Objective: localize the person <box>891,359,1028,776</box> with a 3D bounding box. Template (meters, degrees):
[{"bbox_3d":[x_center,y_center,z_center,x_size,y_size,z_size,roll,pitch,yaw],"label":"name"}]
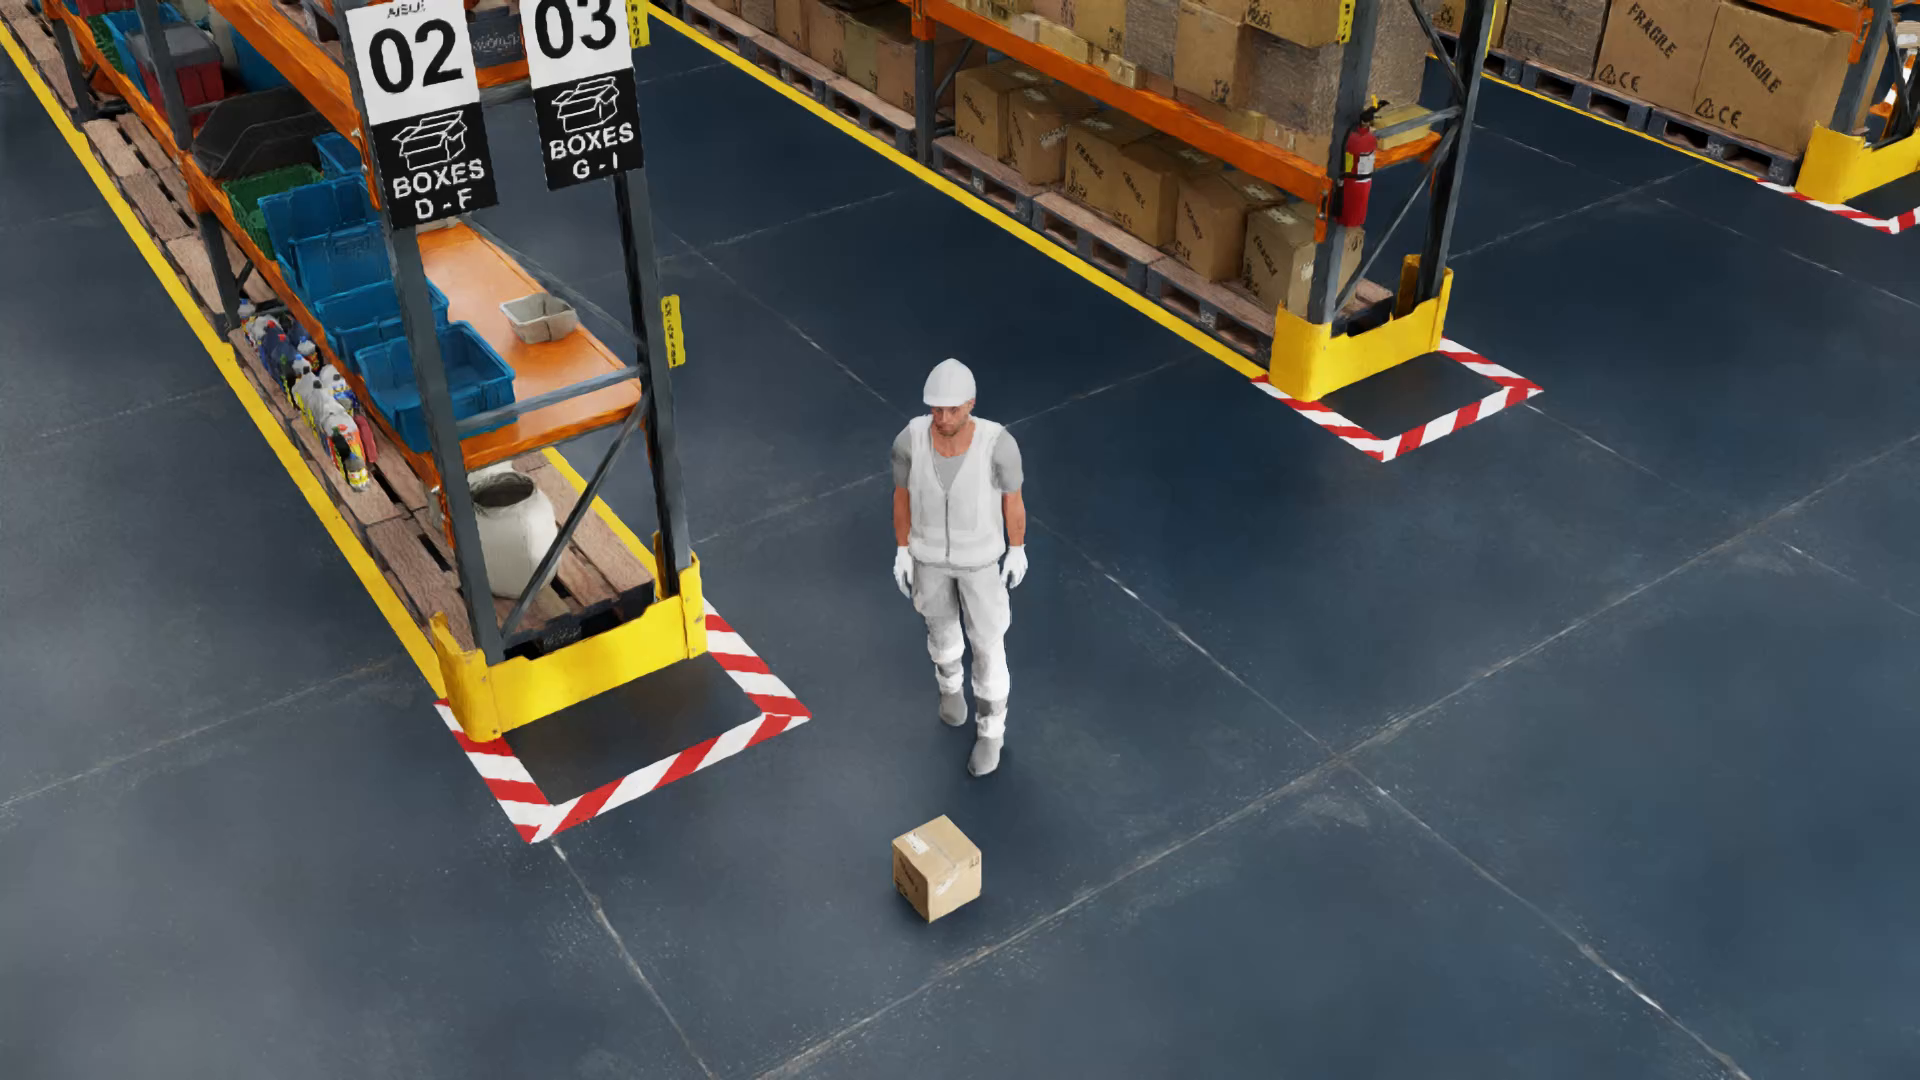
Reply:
[{"bbox_3d":[-0.026,0.119,6.795,0.564,1.785,0.602,7,37,9],"label":"person"}]
